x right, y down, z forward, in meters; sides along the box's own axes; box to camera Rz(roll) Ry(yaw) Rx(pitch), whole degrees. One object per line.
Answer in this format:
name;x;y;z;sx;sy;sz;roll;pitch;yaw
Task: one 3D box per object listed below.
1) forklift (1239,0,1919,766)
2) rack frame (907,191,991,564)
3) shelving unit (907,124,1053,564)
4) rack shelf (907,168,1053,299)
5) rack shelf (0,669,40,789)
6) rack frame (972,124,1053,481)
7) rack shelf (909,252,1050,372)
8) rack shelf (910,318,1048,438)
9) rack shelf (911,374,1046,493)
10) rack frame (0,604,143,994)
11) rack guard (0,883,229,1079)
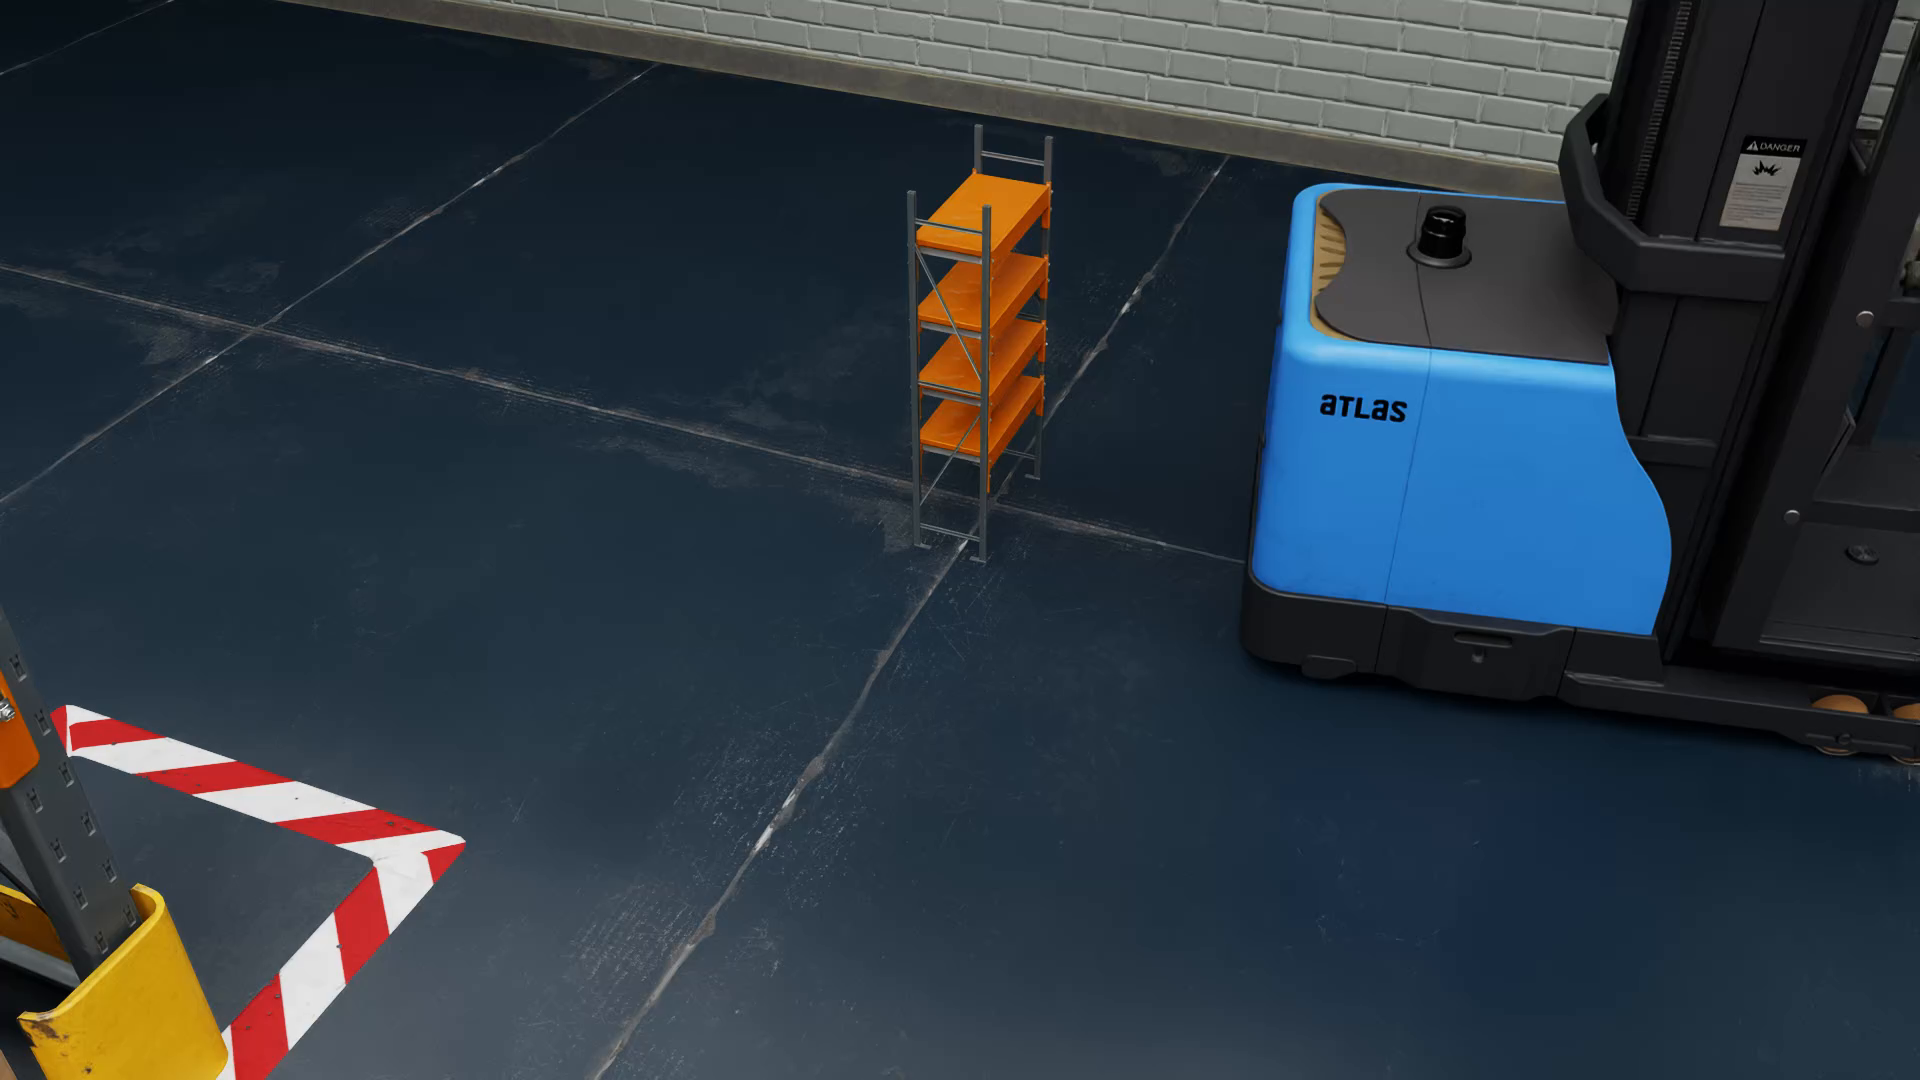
forklift;2.368;-0.919;4.031;3.031;2.935;1.130;7;37;9
rack frame;-0.030;-0.437;4.833;0.240;1.200;0.015;14;39;18
shelving unit;0.063;-0.572;5.013;0.258;1.200;0.503;14;39;18
rack shelf;0.063;-0.887;4.778;0.258;0.148;0.480;14;39;18
rack shelf;-2.947;1.255;1.666;1.077;0.370;4.000;14;39;18
rack frame;0.156;-0.707;5.194;0.240;1.200;0.015;14;39;18
rack shelf;0.063;-0.698;4.920;0.258;0.148;0.480;14;39;18
rack shelf;0.063;-0.518;5.054;0.258;0.148;0.480;14;39;18
rack shelf;0.063;-0.359;5.173;0.258;0.148;0.480;14;39;18
rack frame;-2.186;-0.141;2.933;1.000;3.000;0.127;14;39;18
rack guard;-2.215;0.903;3.625;1.175;0.500;0.348;14;39;18
